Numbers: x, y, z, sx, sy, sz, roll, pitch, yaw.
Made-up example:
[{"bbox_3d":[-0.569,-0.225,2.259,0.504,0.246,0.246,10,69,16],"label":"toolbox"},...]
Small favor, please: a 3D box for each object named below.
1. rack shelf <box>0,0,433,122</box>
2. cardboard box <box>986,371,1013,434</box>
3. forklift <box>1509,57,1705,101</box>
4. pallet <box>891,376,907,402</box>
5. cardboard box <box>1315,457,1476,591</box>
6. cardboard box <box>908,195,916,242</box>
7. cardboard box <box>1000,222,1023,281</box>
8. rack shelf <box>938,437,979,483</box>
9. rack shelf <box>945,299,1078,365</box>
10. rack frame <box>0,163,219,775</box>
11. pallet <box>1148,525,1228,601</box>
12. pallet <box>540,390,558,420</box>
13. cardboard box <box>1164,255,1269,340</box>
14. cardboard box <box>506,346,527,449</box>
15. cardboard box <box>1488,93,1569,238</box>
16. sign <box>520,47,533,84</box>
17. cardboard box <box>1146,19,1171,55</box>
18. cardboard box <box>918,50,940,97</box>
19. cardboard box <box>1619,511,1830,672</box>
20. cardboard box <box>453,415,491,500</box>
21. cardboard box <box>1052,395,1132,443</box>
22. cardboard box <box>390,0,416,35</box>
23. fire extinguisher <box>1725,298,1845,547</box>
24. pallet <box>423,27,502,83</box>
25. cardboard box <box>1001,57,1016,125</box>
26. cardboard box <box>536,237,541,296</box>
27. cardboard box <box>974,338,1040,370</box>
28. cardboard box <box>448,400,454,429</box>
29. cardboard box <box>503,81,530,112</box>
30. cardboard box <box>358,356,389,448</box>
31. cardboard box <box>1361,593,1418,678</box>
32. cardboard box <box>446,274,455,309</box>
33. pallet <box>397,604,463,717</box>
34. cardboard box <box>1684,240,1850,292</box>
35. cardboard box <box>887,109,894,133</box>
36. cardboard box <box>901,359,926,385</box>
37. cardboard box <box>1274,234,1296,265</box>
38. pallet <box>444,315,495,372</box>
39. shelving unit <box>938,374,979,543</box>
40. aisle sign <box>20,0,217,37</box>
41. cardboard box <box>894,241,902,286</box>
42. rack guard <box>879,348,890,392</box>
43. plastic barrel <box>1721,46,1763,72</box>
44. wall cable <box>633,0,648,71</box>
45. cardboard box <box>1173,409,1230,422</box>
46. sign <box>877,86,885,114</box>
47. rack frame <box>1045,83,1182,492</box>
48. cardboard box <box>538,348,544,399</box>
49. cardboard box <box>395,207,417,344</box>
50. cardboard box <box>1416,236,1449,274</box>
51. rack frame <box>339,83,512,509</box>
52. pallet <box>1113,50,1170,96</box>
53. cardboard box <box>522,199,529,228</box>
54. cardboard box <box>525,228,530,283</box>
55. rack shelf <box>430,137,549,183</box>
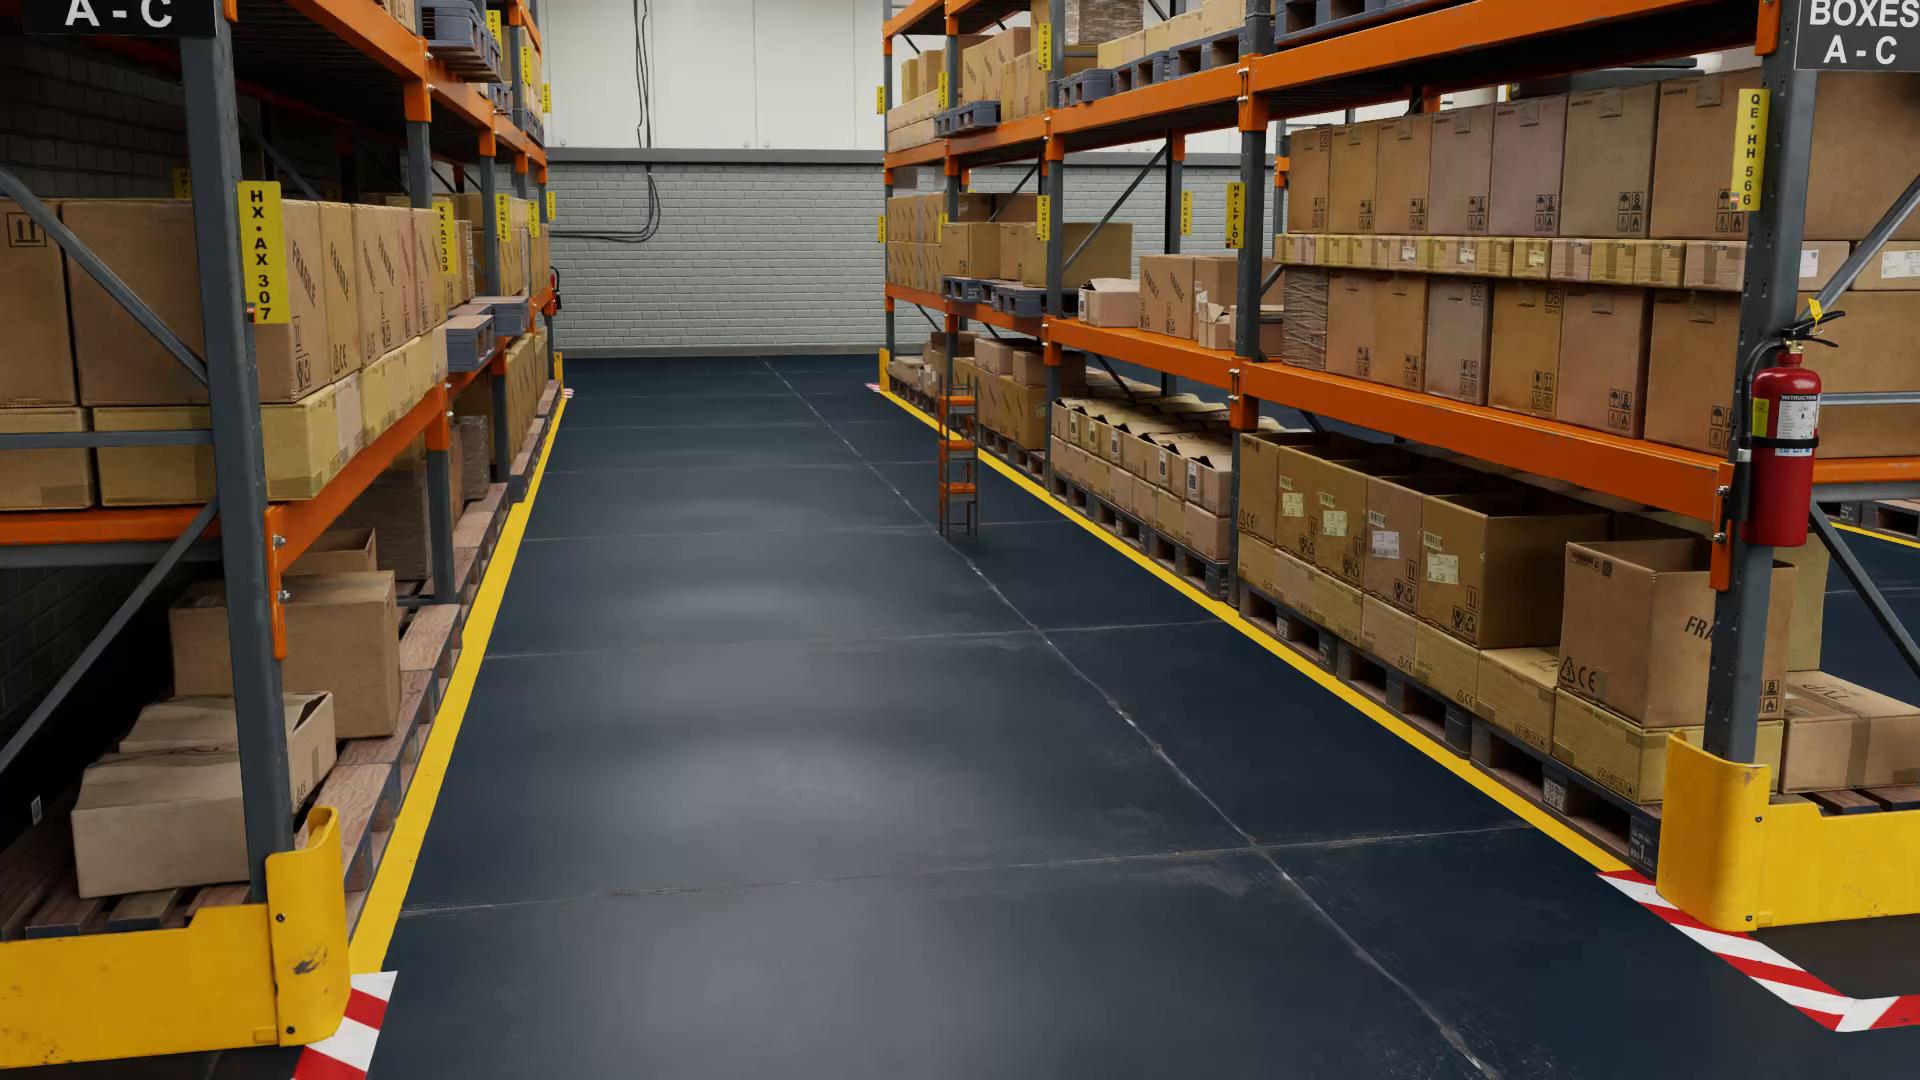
[{"bbox_3d":[-2.541,-1.708,5.551,1.077,0.370,4.000,-2,11,-11],"label":"rack shelf"},{"bbox_3d":[0.530,-1.212,14.548,0.500,0.500,0.500,-3,11,-13],"label":"cardboard box"},{"bbox_3d":[3.521,-1.300,9.687,1.130,2.935,3.031,1,11,7],"label":"forklift"},{"bbox_3d":[-0.235,-1.807,19.624,1.003,0.211,1.213,-2,11,-11],"label":"pallet"},{"bbox_3d":[1.906,-0.080,7.319,0.500,0.500,0.500,-2,11,-11],"label":"cardboard box"},{"bbox_3d":[-0.276,-3.505,18.149,0.500,0.500,0.500,-2,11,-12],"label":"cardboard box"},{"bbox_3d":[0.777,-2.537,14.611,0.700,0.500,0.500,-5,12,-25],"label":"cardboard box"},{"bbox_3d":[-0.010,-0.515,10.652,0.215,0.259,0.240,-2,11,-11],"label":"rack shelf"},{"bbox_3d":[0.762,-1.883,14.490,1.077,0.370,4.000,-2,11,-11],"label":"rack shelf"},{"bbox_3d":[-2.149,-0.221,3.838,0.949,2.616,0.053,-2,11,-11],"label":"rack frame"},{"bbox_3d":[1.747,0.100,9.605,1.003,0.211,1.213,-2,11,-11],"label":"pallet"},{"bbox_3d":[-4.798,-1.419,17.587,1.003,0.211,1.213,-2,11,-11],"label":"pallet"},{"bbox_3d":[1.595,-1.515,10.366,0.500,0.500,0.500,-2,11,-11],"label":"cardboard box"},{"bbox_3d":[-3.886,-1.139,13.287,0.750,0.750,0.750,-2,11,-11],"label":"cardboard box"},{"bbox_3d":[2.412,-1.373,6.151,0.700,0.500,0.500,-2,11,-11],"label":"cardboard box"},{"bbox_3d":[-3.955,-4.326,15.155,0.100,0.325,0.005,-2,11,-11],"label":"sign"},{"bbox_3d":[1.514,-3.194,10.709,0.500,0.250,0.500,-2,11,-12],"label":"cardboard box"},{"bbox_3d":[-0.067,-4.979,17.871,0.700,0.500,0.500,-2,11,-11],"label":"cardboard box"},{"bbox_3d":[2.721,0.176,5.976,0.500,0.500,0.500,-2,11,-11],"label":"cardboard box"},{"bbox_3d":[-3.517,-0.547,11.055,0.700,0.500,0.500,-2,11,-10],"label":"cardboard box"},{"bbox_3d":[0.964,-0.894,12.101,0.500,0.311,0.500,-2,11,-9],"label":"cardboard box"},{"bbox_3d":[-2.589,-2.403,6.958,0.500,0.500,0.500,-2,11,-9],"label":"cardboard box"},{"bbox_3d":[2.274,-0.326,4.592,0.296,0.674,0.183,-2,11,-11],"label":"fire extinguisher"},{"bbox_3d":[-3.150,-2.643,9.043,1.213,0.211,1.003,-2,11,-11],"label":"pallet"},{"bbox_3d":[0.832,-3.660,13.613,0.910,0.500,0.500,-2,11,-11],"label":"cardboard box"},{"bbox_3d":[-4.712,-2.804,16.603,0.980,0.700,0.700,-2,11,-12],"label":"cardboard box"},{"bbox_3d":[0.422,-1.679,14.997,0.500,0.250,0.500,-2,11,-11],"label":"cardboard box"},{"bbox_3d":[-3.467,-0.808,10.423,0.500,0.250,0.500,-2,11,-10],"label":"cardboard box"},{"bbox_3d":[-4.362,-4.214,15.801,0.500,0.250,0.500,-2,11,-11],"label":"cardboard box"},{"bbox_3d":[-2.143,-0.447,5.370,0.500,0.250,0.500,-2,11,-12],"label":"cardboard box"},{"bbox_3d":[2.009,0.380,6.908,0.500,0.250,0.500,-2,11,-11],"label":"cardboard box"},{"bbox_3d":[-3.256,-1.537,9.306,0.700,0.500,0.500,-1,11,-3],"label":"cardboard box"},{"bbox_3d":[-2.764,0.537,7.312,1.003,0.211,1.213,-2,11,-11],"label":"pallet"},{"bbox_3d":[2.445,-0.833,5.049,0.380,0.149,0.250,-2,11,-12],"label":"cardboard box"},{"bbox_3d":[-0.561,-4.878,19.347,0.500,0.250,0.500,-2,11,-11],"label":"cardboard box"},{"bbox_3d":[-0.383,-1.909,18.879,0.500,0.250,0.500,-2,11,-11],"label":"cardboard box"},{"bbox_3d":[1.791,-1.447,8.276,0.380,0.149,0.250,-2,11,-11],"label":"cardboard box"},{"bbox_3d":[-2.936,-1.006,8.474,1.003,0.211,1.213,-2,11,-11],"label":"pallet"},{"bbox_3d":[-0.010,-0.526,10.650,0.215,1.050,0.252,-2,11,-11],"label":"shelving unit"},{"bbox_3d":[-1.844,-1.496,3.582,0.394,0.787,0.004,-2,11,-11],"label":"aisle sign"},{"bbox_3d":[-0.472,-3.200,19.221,0.500,0.500,0.500,-2,11,-12],"label":"cardboard box"},{"bbox_3d":[-0.391,-2.095,20.365,1.175,0.500,0.348,-2,11,-11],"label":"rack guard"},{"bbox_3d":[5.957,-3.610,12.279,0.600,0.901,0.600,0,11,0],"label":"plastic barrel"},{"bbox_3d":[-3.360,-8.207,24.547,3.097,2.526,0.112,-2,11,-11],"label":"wall cable"},{"bbox_3d":[1.697,-0.726,11.217,0.500,0.311,0.500,-2,11,-11],"label":"cardboard box"},{"bbox_3d":[-0.938,-5.220,19.739,0.100,0.325,0.005,-2,11,-11],"label":"sign"},{"bbox_3d":[1.151,-1.869,12.496,1.000,3.000,0.127,-2,11,-11],"label":"rack frame"},{"bbox_3d":[-4.723,-1.728,17.315,0.700,0.500,0.500,-2,11,-10],"label":"cardboard box"},{"bbox_3d":[-2.344,-1.000,6.270,0.500,0.500,0.500,-2,11,-13],"label":"cardboard box"},{"bbox_3d":[2.096,-1.163,6.784,0.380,0.149,0.250,-2,11,-11],"label":"cardboard box"},{"bbox_3d":[-3.708,-1.689,11.546,1.000,3.000,0.127,-2,11,-11],"label":"rack frame"},{"bbox_3d":[1.591,-2.924,10.519,1.003,0.211,1.213,-2,11,-8],"label":"pallet"},{"bbox_3d":[-4.144,-2.919,14.890,0.500,0.250,0.500,-2,11,-10],"label":"cardboard box"},{"bbox_3d":[-4.149,-2.552,14.965,0.500,0.500,0.500,-2,11,-12],"label":"cardboard box"},{"bbox_3d":[-4.875,-3.909,17.114,1.077,0.370,4.000,-2,11,-11],"label":"rack shelf"}]
